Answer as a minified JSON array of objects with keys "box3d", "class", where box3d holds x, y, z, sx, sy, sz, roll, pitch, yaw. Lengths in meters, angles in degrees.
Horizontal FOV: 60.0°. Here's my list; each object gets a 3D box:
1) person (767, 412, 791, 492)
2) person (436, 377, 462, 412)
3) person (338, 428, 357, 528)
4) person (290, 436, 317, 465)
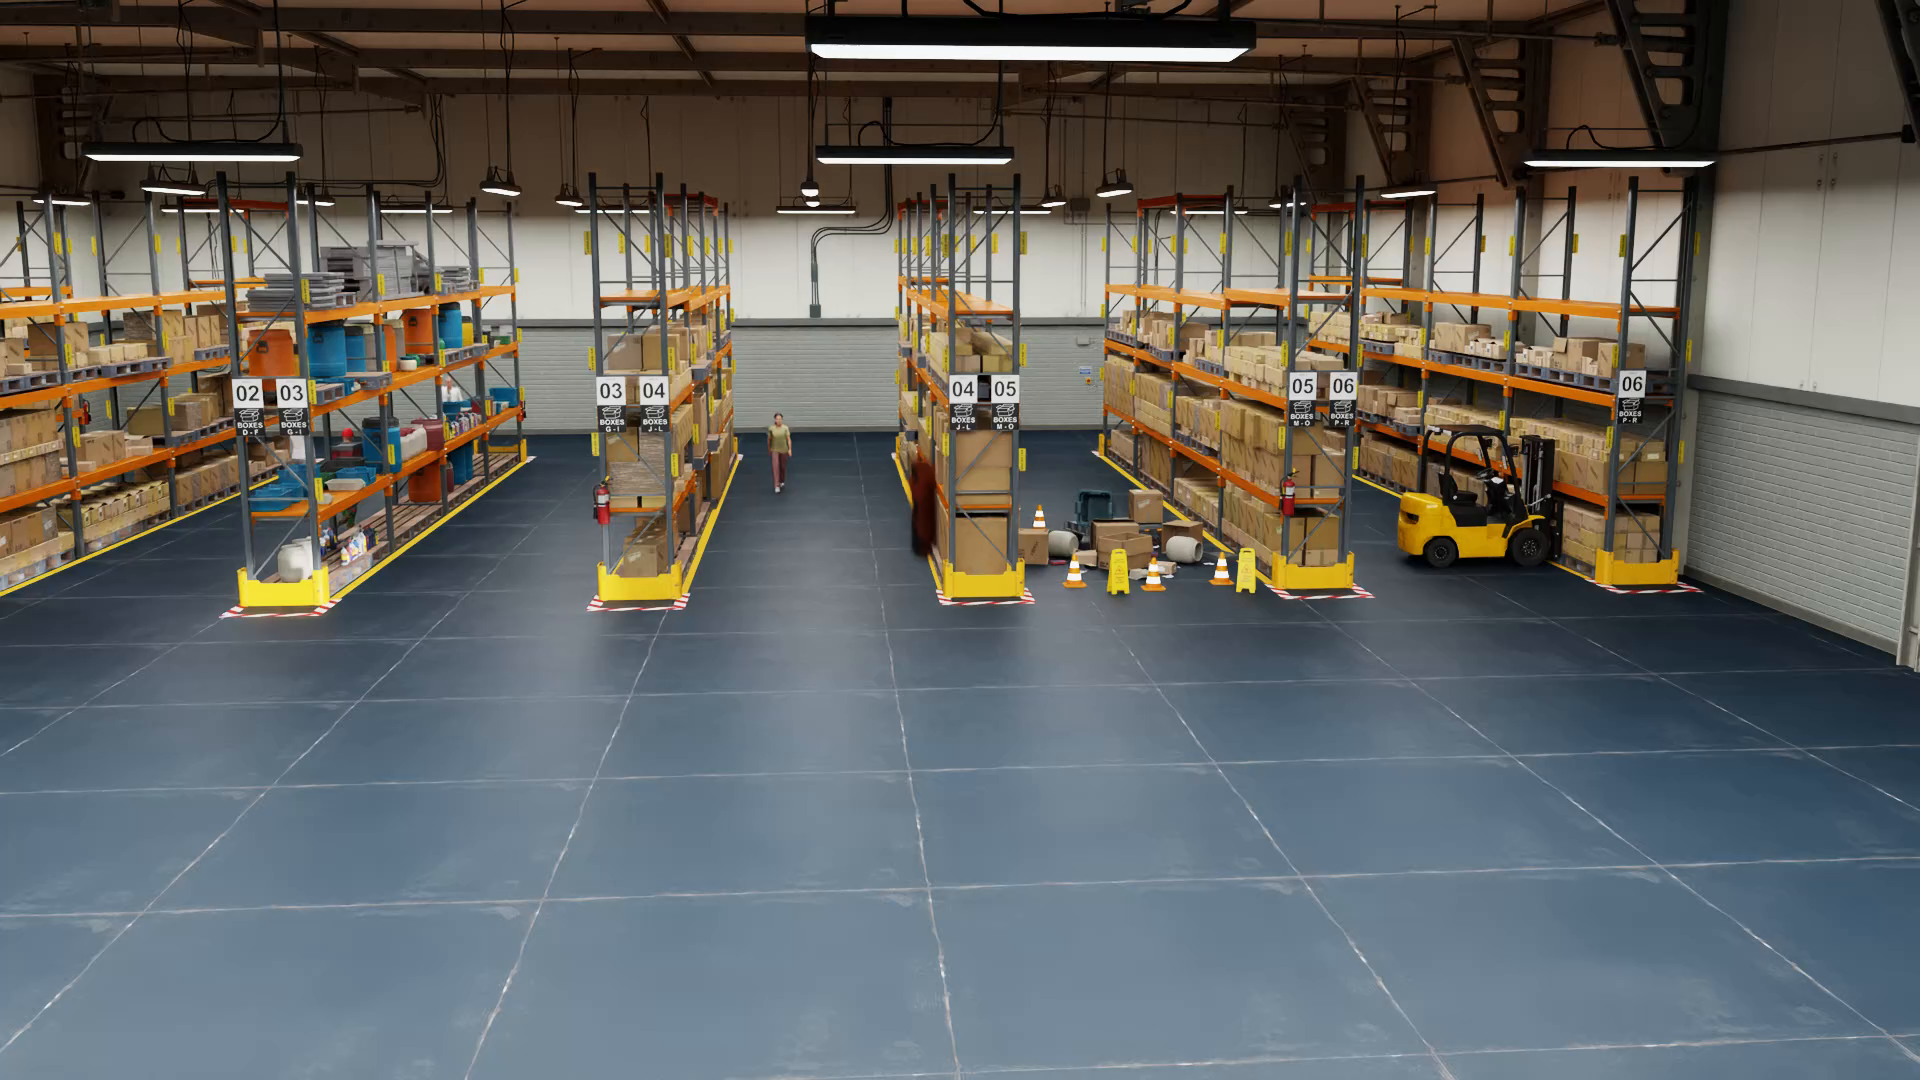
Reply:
[{"box3d":[-3.728,-1.829,34.310,0.494,1.611,1.058,-1,10,-7],"class":"person"},{"box3d":[-12.907,-3.249,41.996,0.581,1.713,1.142,0,10,-2],"class":"person"},{"box3d":[-10.939,-1.106,29.784,0.543,1.782,0.512,-5,11,-28],"class":"person"},{"box3d":[-12.877,-1.574,32.543,0.566,1.775,0.498,5,11,26],"class":"person"}]
